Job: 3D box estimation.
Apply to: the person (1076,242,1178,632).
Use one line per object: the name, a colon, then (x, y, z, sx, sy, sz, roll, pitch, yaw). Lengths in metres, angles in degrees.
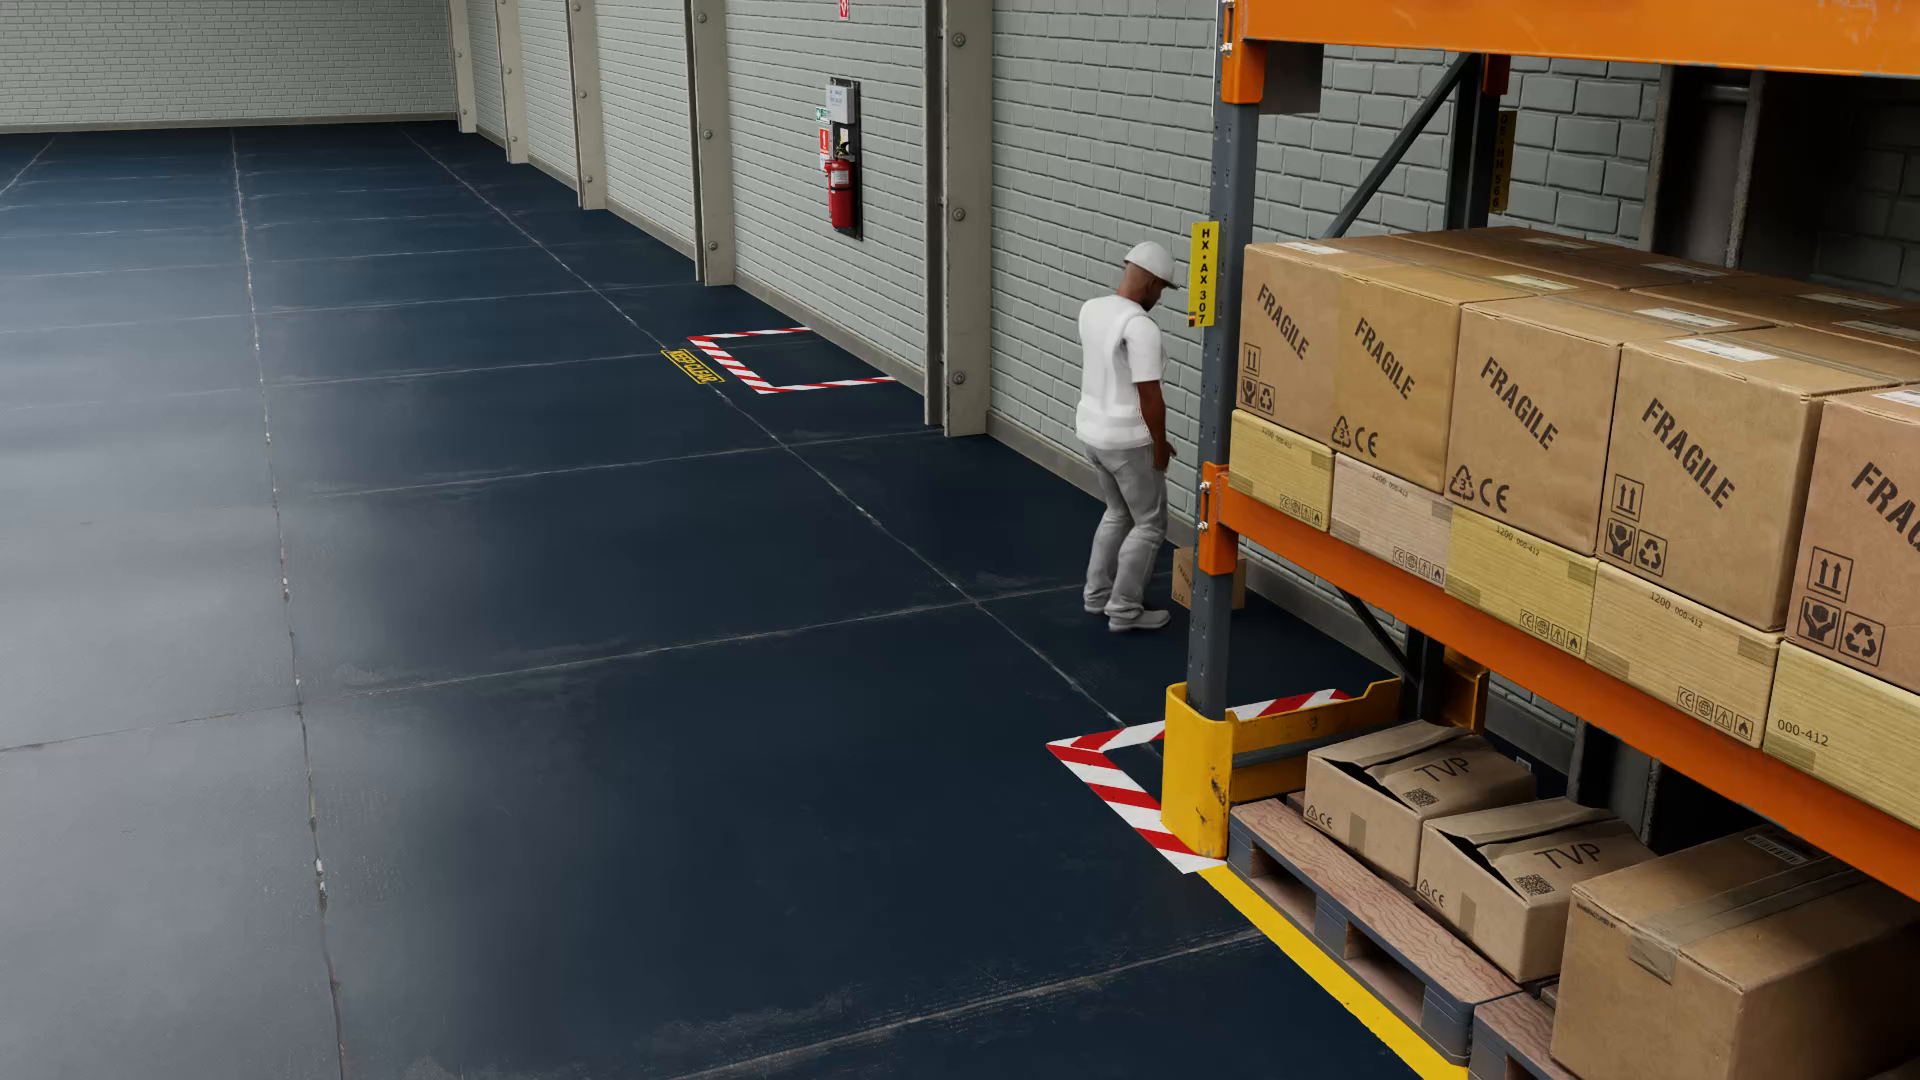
person: (0.752, -0.467, 7.471, 0.437, 1.726, 0.588, -7, 20, -21)
